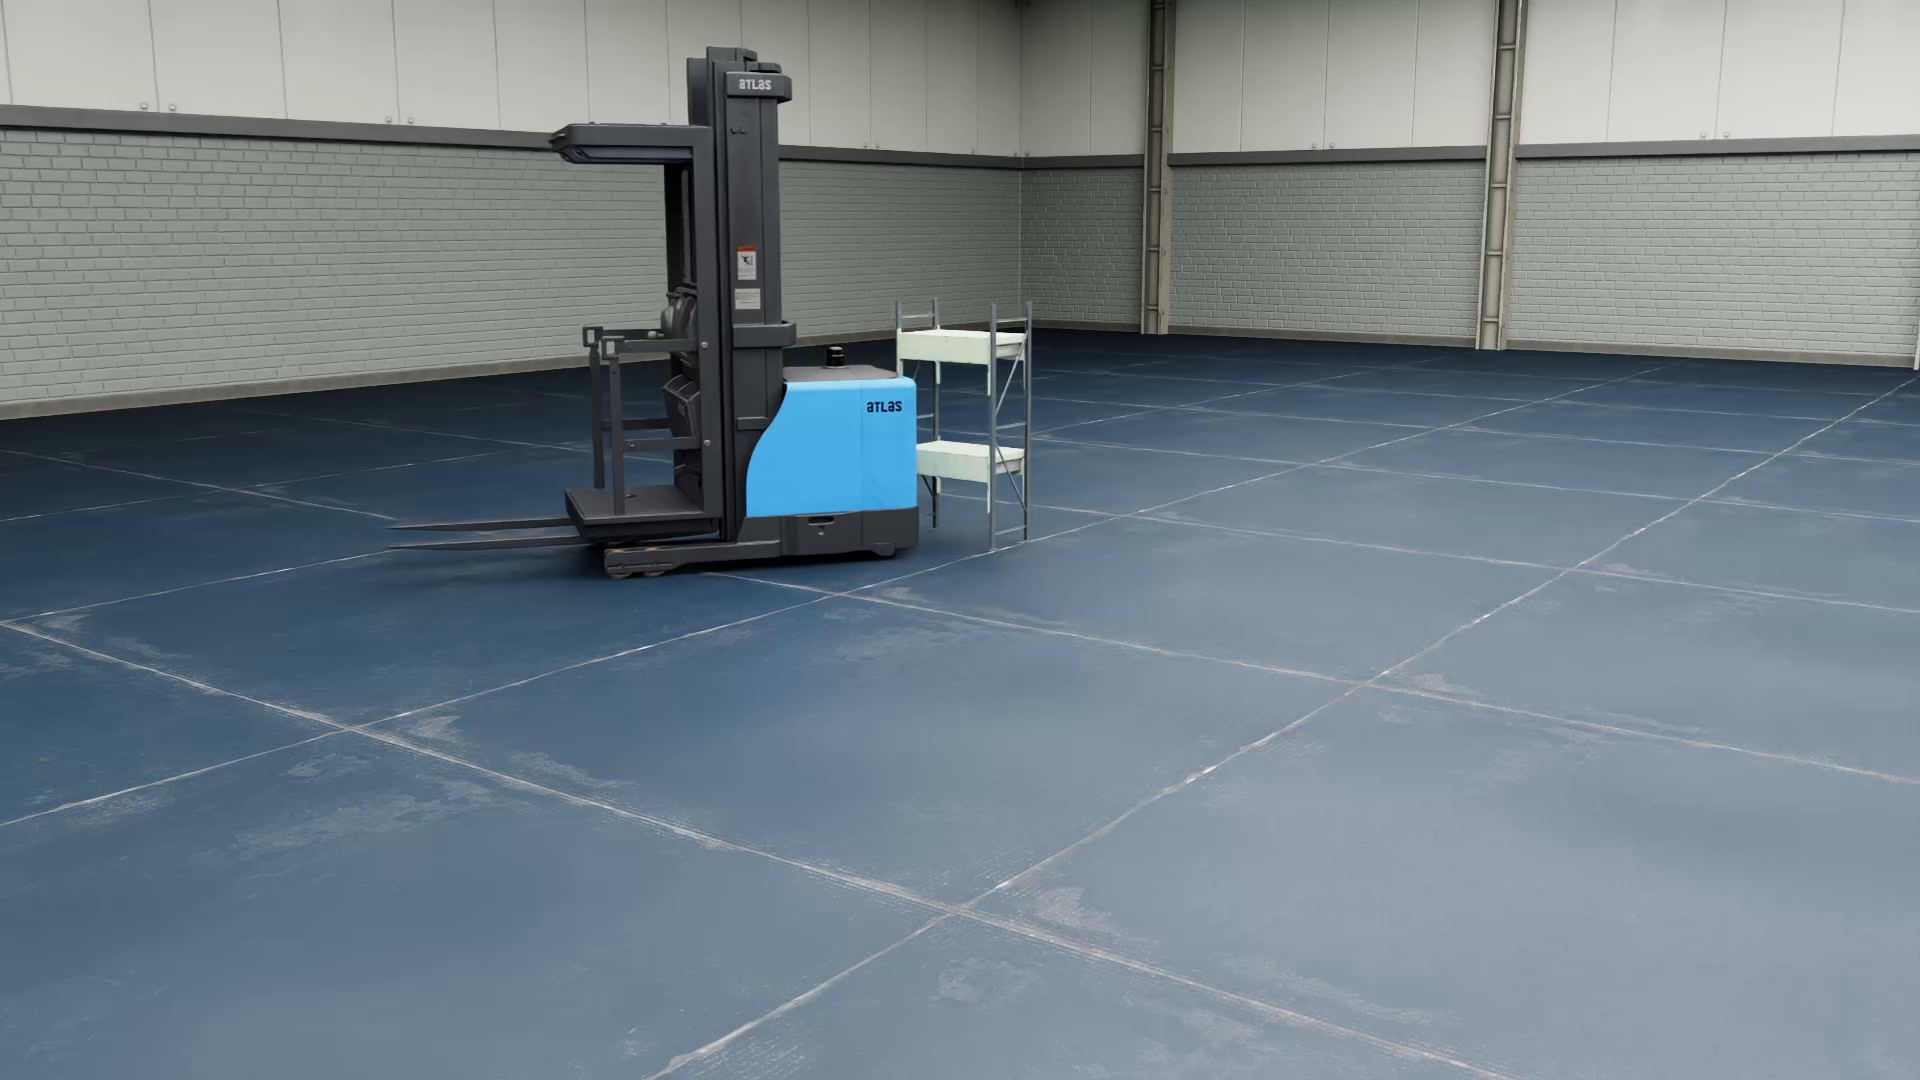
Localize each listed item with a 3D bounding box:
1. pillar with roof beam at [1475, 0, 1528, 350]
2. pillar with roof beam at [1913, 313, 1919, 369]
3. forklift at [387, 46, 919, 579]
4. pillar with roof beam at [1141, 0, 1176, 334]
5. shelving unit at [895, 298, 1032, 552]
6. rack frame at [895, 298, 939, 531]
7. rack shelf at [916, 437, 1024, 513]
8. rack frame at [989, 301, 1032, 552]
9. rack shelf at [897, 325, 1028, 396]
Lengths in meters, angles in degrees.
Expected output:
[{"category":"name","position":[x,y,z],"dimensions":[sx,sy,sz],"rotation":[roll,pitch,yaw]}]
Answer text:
[{"category":"pillar with roof beam","position":[5.730,-6.738,21.666],"dimensions":[0.400,9.000,9.100],"rotation":[8,13,36]},{"category":"pillar with roof beam","position":[10.566,-6.063,18.179],"dimensions":[0.400,9.000,9.100],"rotation":[8,13,36]},{"category":"forklift","position":[-1.820,-1.332,9.697],"dimensions":[3.031,2.935,1.130],"rotation":[-4,12,-18]},{"category":"pillar with roof beam","position":[0.894,-7.412,25.153],"dimensions":[0.400,9.000,9.100],"rotation":[8,13,36]},{"category":"shelving unit","position":[0.019,-0.738,10.395],"dimensions":[0.755,1.500,0.431],"rotation":[8,14,37]},{"category":"rack frame","position":[-0.270,-0.780,10.615],"dimensions":[0.023,1.500,0.400],"rotation":[8,14,37]},{"category":"rack shelf","position":[0.019,-0.418,10.457],"dimensions":[0.720,0.370,0.431],"rotation":[8,14,37]},{"category":"rack frame","position":[0.308,-0.695,10.175],"dimensions":[0.023,1.500,0.400],"rotation":[8,14,37]},{"category":"rack shelf","position":[0.019,-1.121,10.321],"dimensions":[0.720,0.370,0.431],"rotation":[8,14,37]}]
